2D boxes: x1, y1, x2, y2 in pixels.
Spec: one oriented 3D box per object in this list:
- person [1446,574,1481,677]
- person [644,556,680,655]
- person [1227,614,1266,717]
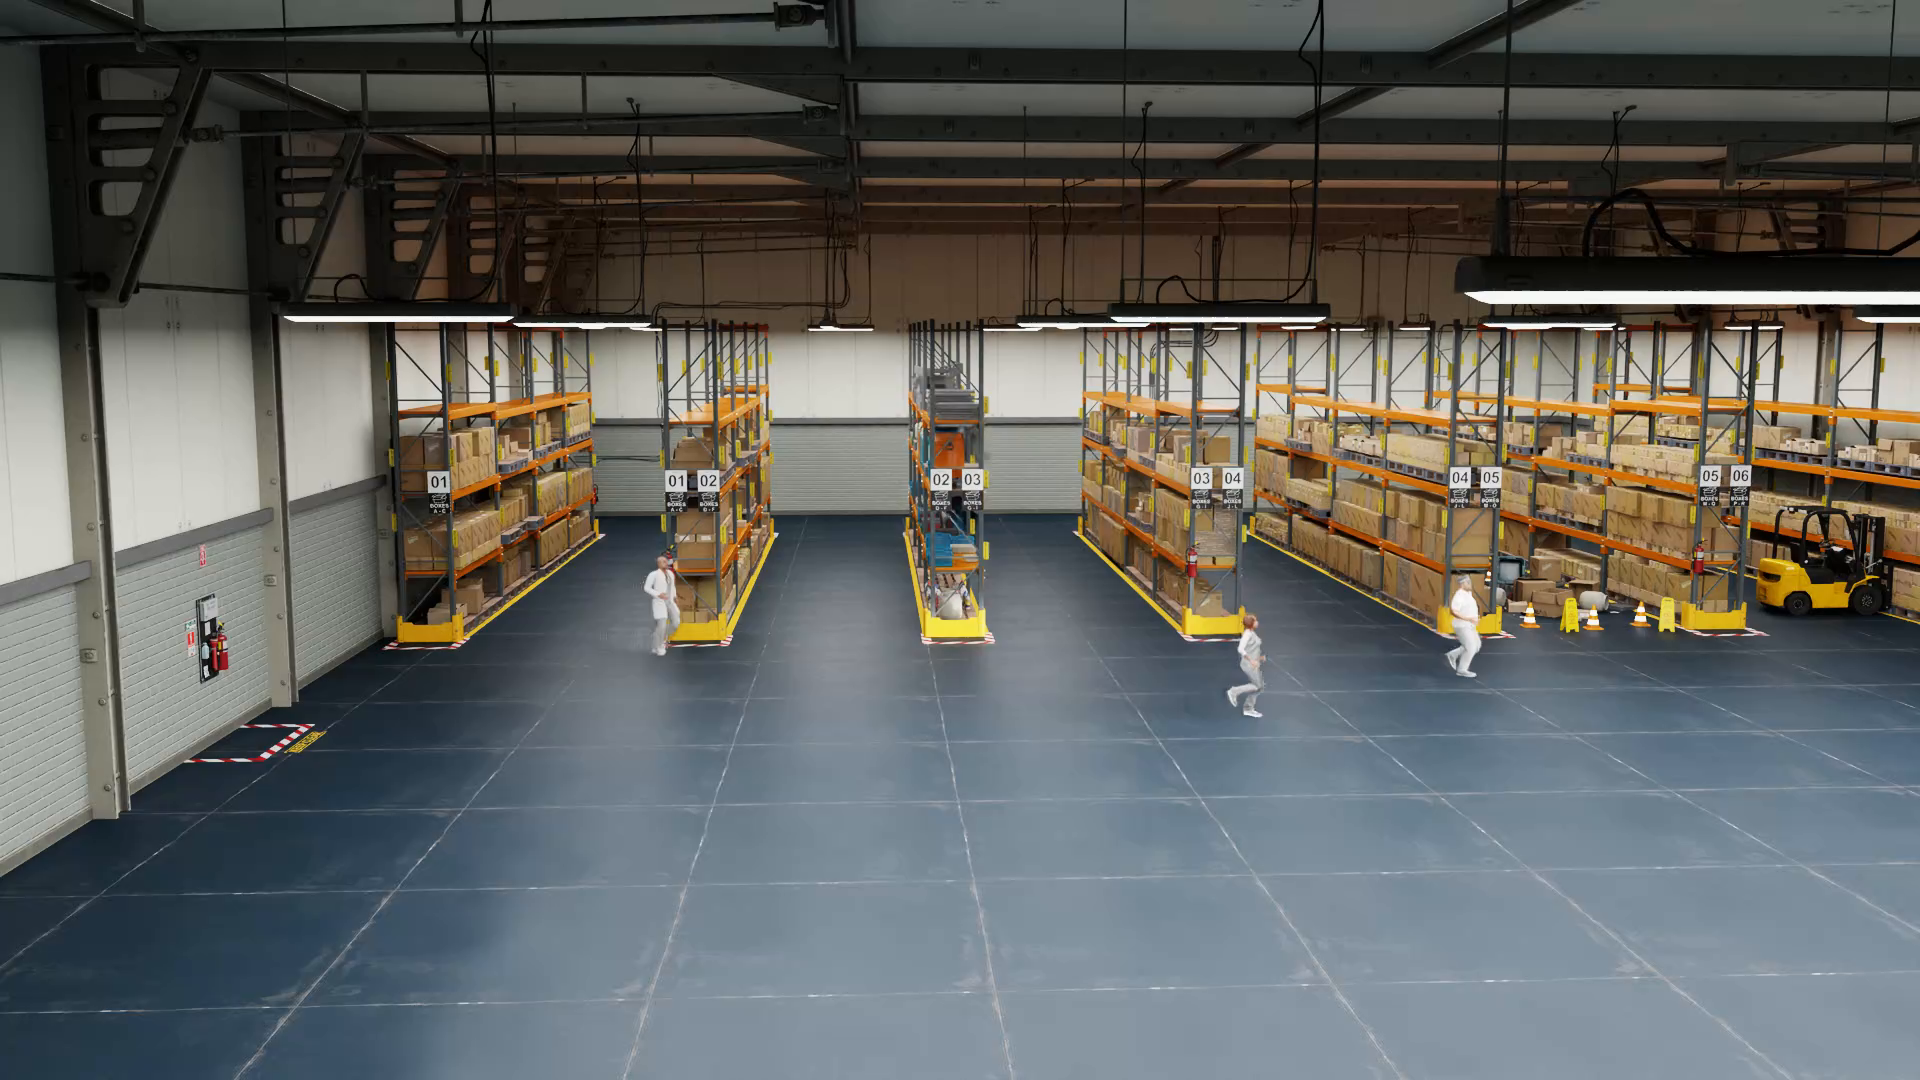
[{"bbox_3d":[8.457,1.420,27.906,0.626,1.732,0.660,5,9,35],"label":"person"},{"bbox_3d":[-5.302,1.175,29.899,0.560,1.755,0.735,6,9,41],"label":"person"},{"bbox_3d":[4.315,1.885,24.996,0.546,1.554,0.542,2,7,18],"label":"person"}]
